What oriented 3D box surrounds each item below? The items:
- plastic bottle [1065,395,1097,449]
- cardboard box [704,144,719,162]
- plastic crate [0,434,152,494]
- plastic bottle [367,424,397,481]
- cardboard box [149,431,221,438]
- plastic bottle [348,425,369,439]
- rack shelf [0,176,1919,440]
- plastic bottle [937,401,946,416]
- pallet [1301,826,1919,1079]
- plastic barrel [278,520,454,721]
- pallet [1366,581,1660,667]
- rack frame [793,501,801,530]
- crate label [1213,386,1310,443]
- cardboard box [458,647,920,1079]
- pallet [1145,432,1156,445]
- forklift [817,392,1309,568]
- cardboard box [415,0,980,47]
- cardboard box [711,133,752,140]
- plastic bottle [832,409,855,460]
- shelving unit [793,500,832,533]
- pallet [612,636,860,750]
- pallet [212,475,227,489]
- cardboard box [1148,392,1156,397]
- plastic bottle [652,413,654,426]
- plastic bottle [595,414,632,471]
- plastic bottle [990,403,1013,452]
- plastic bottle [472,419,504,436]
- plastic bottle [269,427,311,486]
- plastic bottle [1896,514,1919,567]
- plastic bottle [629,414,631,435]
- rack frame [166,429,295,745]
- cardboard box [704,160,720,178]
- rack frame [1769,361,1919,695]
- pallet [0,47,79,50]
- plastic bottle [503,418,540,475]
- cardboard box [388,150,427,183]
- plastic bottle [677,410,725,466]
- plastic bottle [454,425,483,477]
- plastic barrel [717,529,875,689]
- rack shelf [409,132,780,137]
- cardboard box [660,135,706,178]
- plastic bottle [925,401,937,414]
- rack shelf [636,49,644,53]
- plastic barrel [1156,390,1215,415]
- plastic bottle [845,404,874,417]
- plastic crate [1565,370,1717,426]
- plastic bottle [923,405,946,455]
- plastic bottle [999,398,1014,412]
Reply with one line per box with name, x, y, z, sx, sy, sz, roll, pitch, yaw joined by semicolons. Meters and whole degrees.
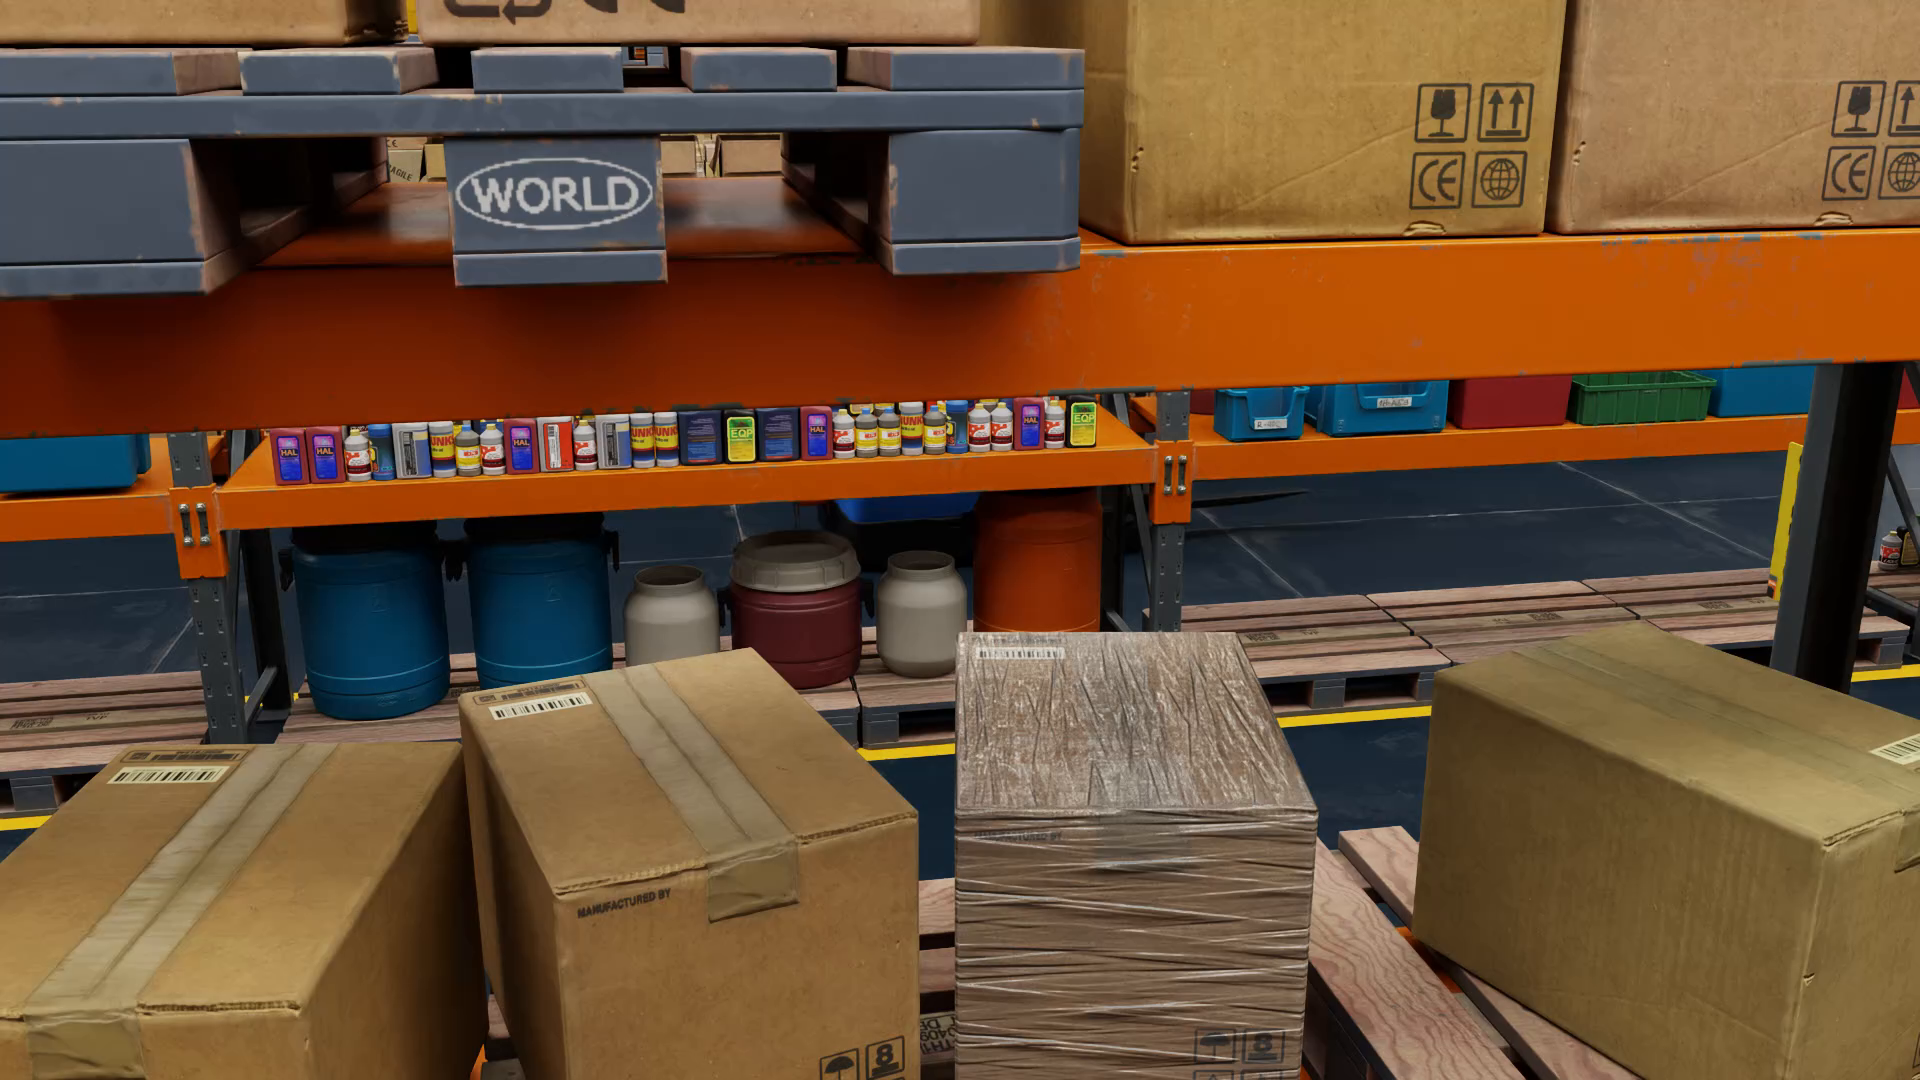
plastic bottle;0.521;-0.540;7.158;0.133;0.283;0.061;-3;17;-10
cardboard box;-2.341;-3.754;16.125;0.250;0.149;0.380;-3;17;-10
plastic crate;-3.483;-0.415;6.478;0.575;0.384;0.392;-3;17;-10
plastic bottle;-2.312;-0.378;6.654;0.097;0.271;0.097;0;17;0
cardboard box;-5.576;-1.067;11.581;0.875;0.875;0.875;-3;17;-10
plastic bottle;-2.656;-0.553;7.340;0.097;0.201;0.097;0;17;0
rack shelf;-0.190;-0.291;2.268;4.000;0.370;1.077;-3;17;-10
plastic bottle;-0.061;-0.654;7.671;0.097;0.201;0.097;0;17;0
pallet;1.121;0.837;2.805;1.003;0.211;1.213;-3;17;-10
plastic barrel;-2.552;0.259;7.219;0.708;0.901;0.600;-3;17;-10
pallet;2.801;0.493;8.346;1.213;0.211;1.003;-3;17;-10
rack frame;-1.004;-0.500;9.898;0.006;1.200;0.240;-7;18;-11
crate label;1.322;-0.576;7.364;0.416;0.233;0.303;-3;17;-10
cardboard box;-0.431;0.545;2.542;0.500;0.500;0.700;-8;19;-24
pallet;1.861;-0.946;13.031;1.213;0.211;1.003;-3;17;-10
forklift;0.678;-1.465;10.089;3.031;2.935;1.130;-5;18;-16
cardboard box;-0.336;-0.902;1.975;0.600;0.600;0.600;-4;18;-13
cardboard box;-2.912;-5.063;21.091;0.500;0.250;0.500;-4;17;-12
plastic bottle;-0.491;-0.448;7.001;0.097;0.201;0.097;0;17;0
shelving unit;-0.915;-0.511;9.916;0.189;1.200;0.258;-7;18;-11
pallet;-1.124;0.715;7.624;1.213;0.211;1.003;-3;17;-10
pallet;-4.791;-0.593;11.883;1.213;0.211;1.003;-3;17;-10
cardboard box;1.650;-1.295;12.928;0.500;0.500;0.700;-2;17;-6
plastic bottle;-1.442;-0.621;7.564;0.097;0.201;0.097;0;17;0
plastic bottle;-1.426;-0.439;6.844;0.135;0.276;0.152;-3;17;-10
plastic bottle;0.178;-0.486;7.125;0.097;0.201;0.097;0;17;0
plastic bottle;-2.041;-0.609;7.269;0.185;0.351;0.144;-3;17;-10
plastic bottle;-2.649;-0.360;6.573;0.133;0.283;0.061;-3;17;-10
plastic bottle;5.175;0.003;9.071;0.133;0.283;0.061;-2;17;-8
plastic bottle;-1.509;-0.606;7.394;0.097;0.271;0.097;0;17;0
rack frame;-3.090;-0.518;6.890;0.127;3.000;1.000;-3;17;-10
cardboard box;-2.353;-3.610;16.164;0.250;0.149;0.380;-3;17;-11
rack frame;1.774;0.687;2.965;0.127;3.000;1.000;-3;17;-10
pallet;-1.500;-0.450;1.879;1.003;0.211;1.213;-3;17;-10
plastic bottle;-1.777;-0.409;6.734;0.133;0.283;0.061;-3;17;-10
cardboard box;-5.292;-3.463;15.801;0.500;0.500;0.500;-3;17;-10
plastic bottle;-1.078;-0.494;6.894;0.185;0.351;0.144;-3;17;-10
plastic bottle;-1.989;-0.363;6.724;0.097;0.201;0.097;0;17;0
plastic barrel;-0.748;0.306;7.598;0.708;0.588;0.600;-3;17;-10
rack shelf;-1.126;-1.719;6.917;4.000;0.370;1.077;-3;17;-10
cardboard box;-2.121;-2.585;11.741;0.637;0.503;0.797;-3;17;-9
plastic bottle;-0.103;-0.725;7.774;0.135;0.276;0.152;-3;17;-10
rack shelf;-3.946;-6.004;20.867;4.000;0.370;1.077;-3;17;-10
plastic barrel;1.236;-0.919;7.963;0.708;0.536;0.600;-3;17;-10
plastic bottle;-0.470;-0.721;7.750;0.133;0.283;0.061;-3;17;-10
plastic crate;3.109;-0.684;7.791;0.662;0.188;0.450;-3;17;-10
plastic bottle;-0.109;-0.470;7.072;0.097;0.201;0.097;0;17;0
plastic bottle;0.232;-0.750;7.863;0.097;0.271;0.097;0;17;0
